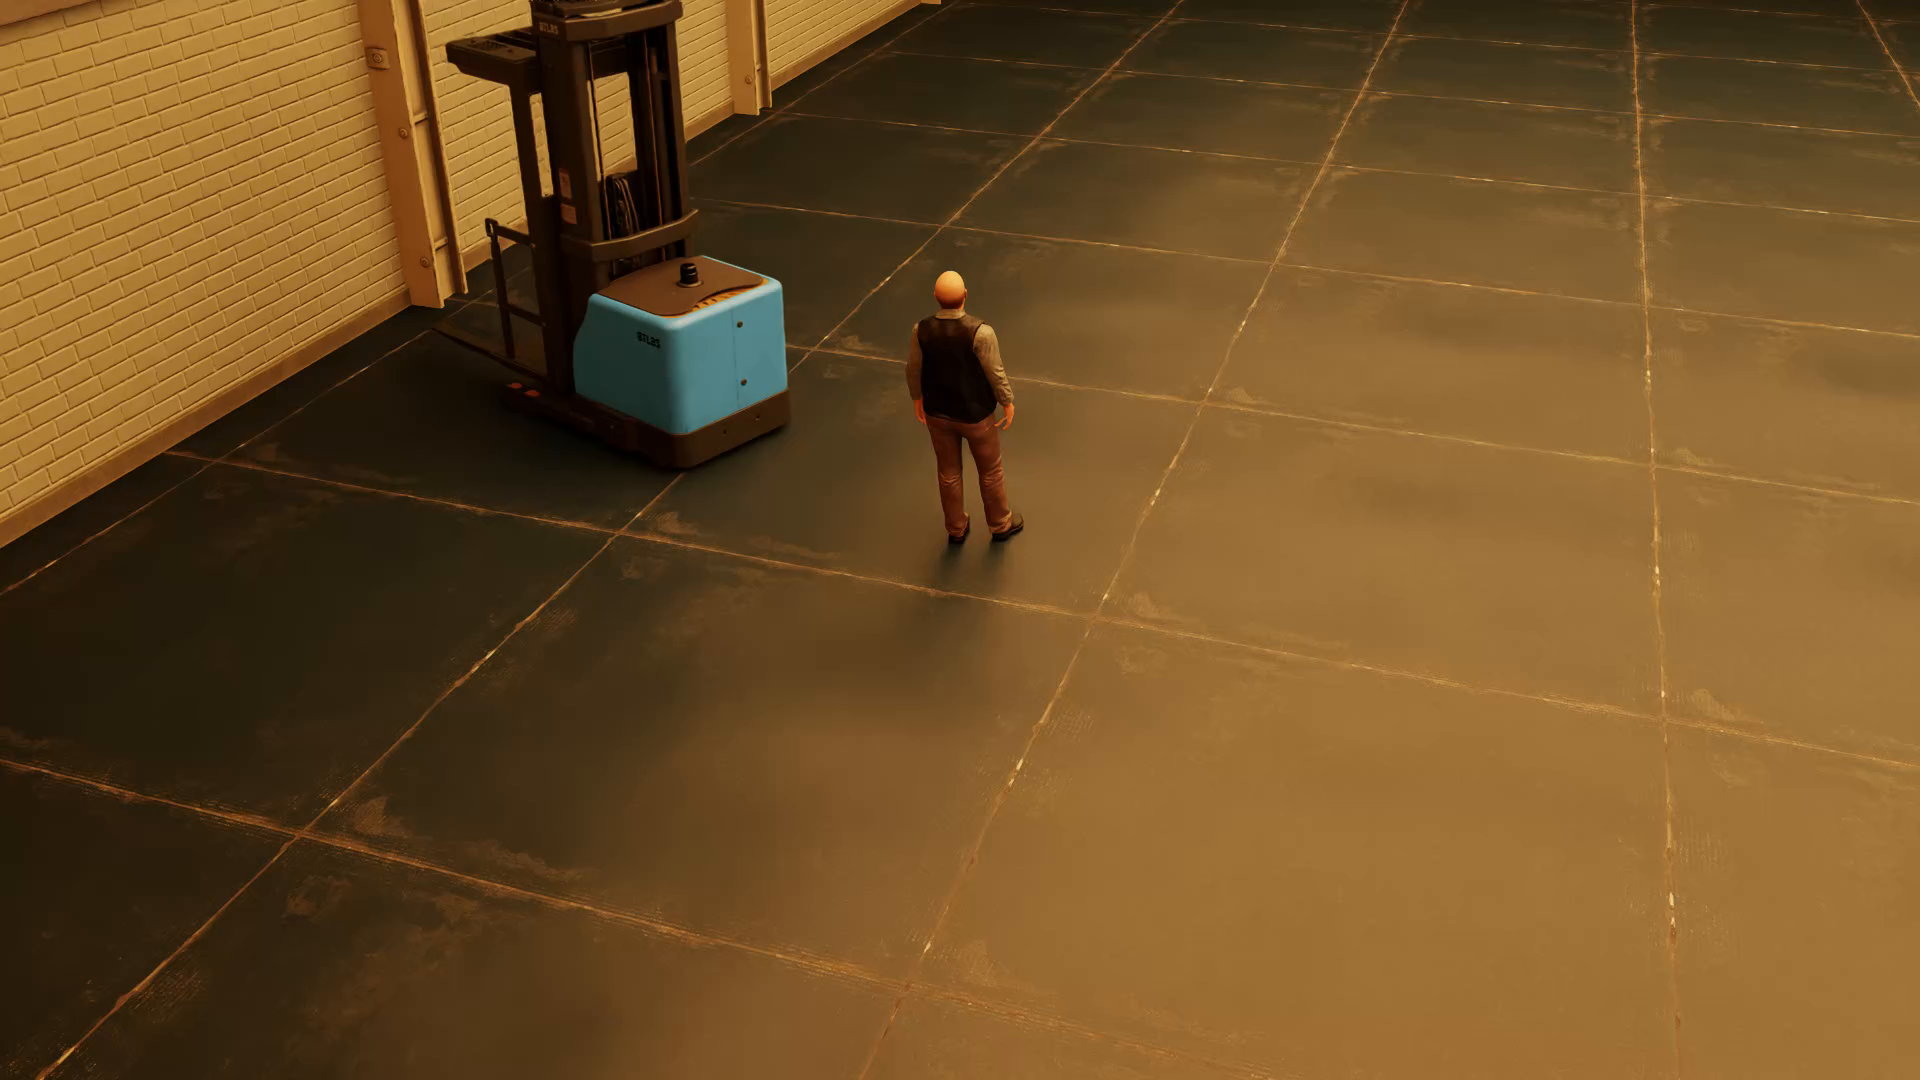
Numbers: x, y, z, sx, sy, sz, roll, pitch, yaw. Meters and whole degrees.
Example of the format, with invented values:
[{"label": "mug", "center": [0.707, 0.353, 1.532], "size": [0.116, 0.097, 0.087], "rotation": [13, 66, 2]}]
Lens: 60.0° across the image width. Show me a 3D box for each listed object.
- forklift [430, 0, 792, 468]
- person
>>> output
[{"label": "forklift", "center": [-2.608, -2.334, 11.231], "size": [3.031, 2.935, 1.130], "rotation": [23, 37, 34]}, {"label": "person", "center": [0.028, -0.782, 9.715], "size": [0.632, 1.720, 0.568], "rotation": [10, 31, 16]}]
